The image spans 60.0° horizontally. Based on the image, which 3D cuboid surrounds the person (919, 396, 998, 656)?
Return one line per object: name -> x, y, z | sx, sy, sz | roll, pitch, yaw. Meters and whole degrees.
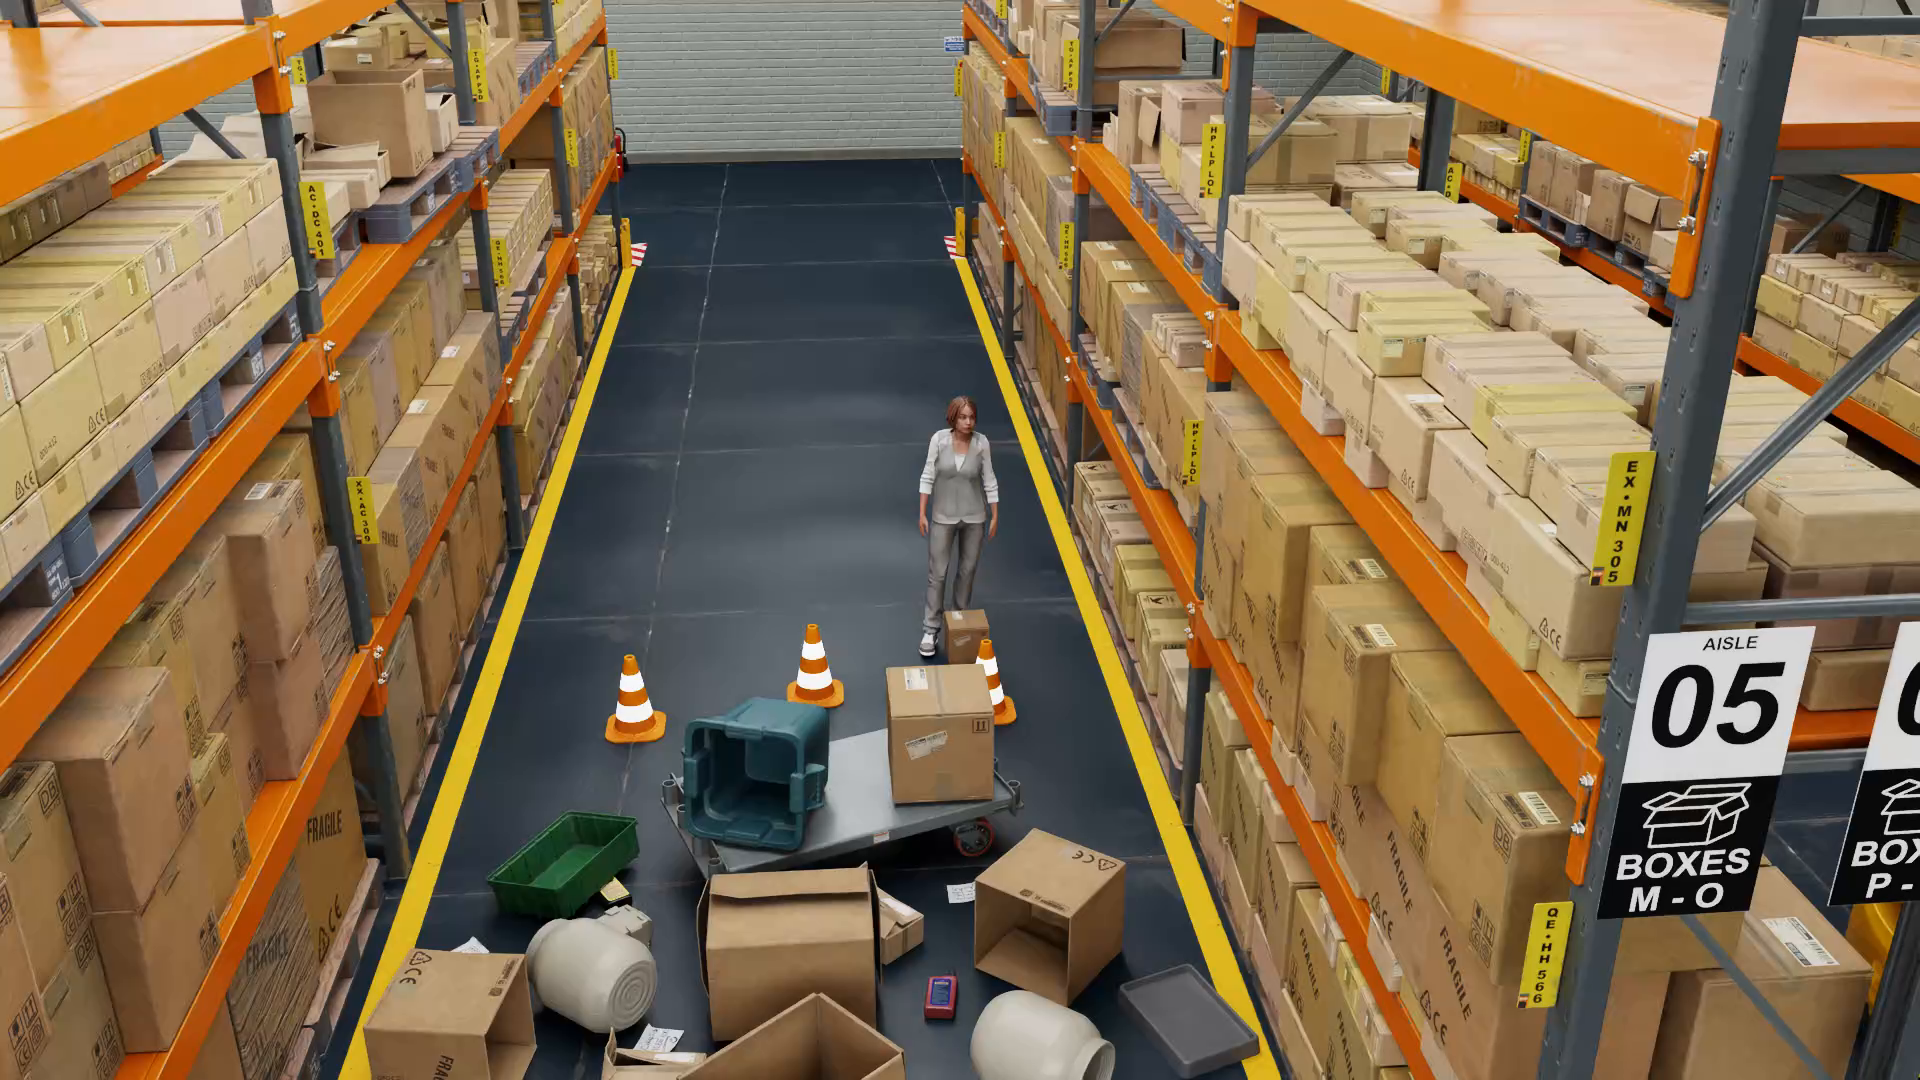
person -> -0.012, -0.090, 10.292 | 0.519, 1.599, 0.474 | -2, 24, -5
